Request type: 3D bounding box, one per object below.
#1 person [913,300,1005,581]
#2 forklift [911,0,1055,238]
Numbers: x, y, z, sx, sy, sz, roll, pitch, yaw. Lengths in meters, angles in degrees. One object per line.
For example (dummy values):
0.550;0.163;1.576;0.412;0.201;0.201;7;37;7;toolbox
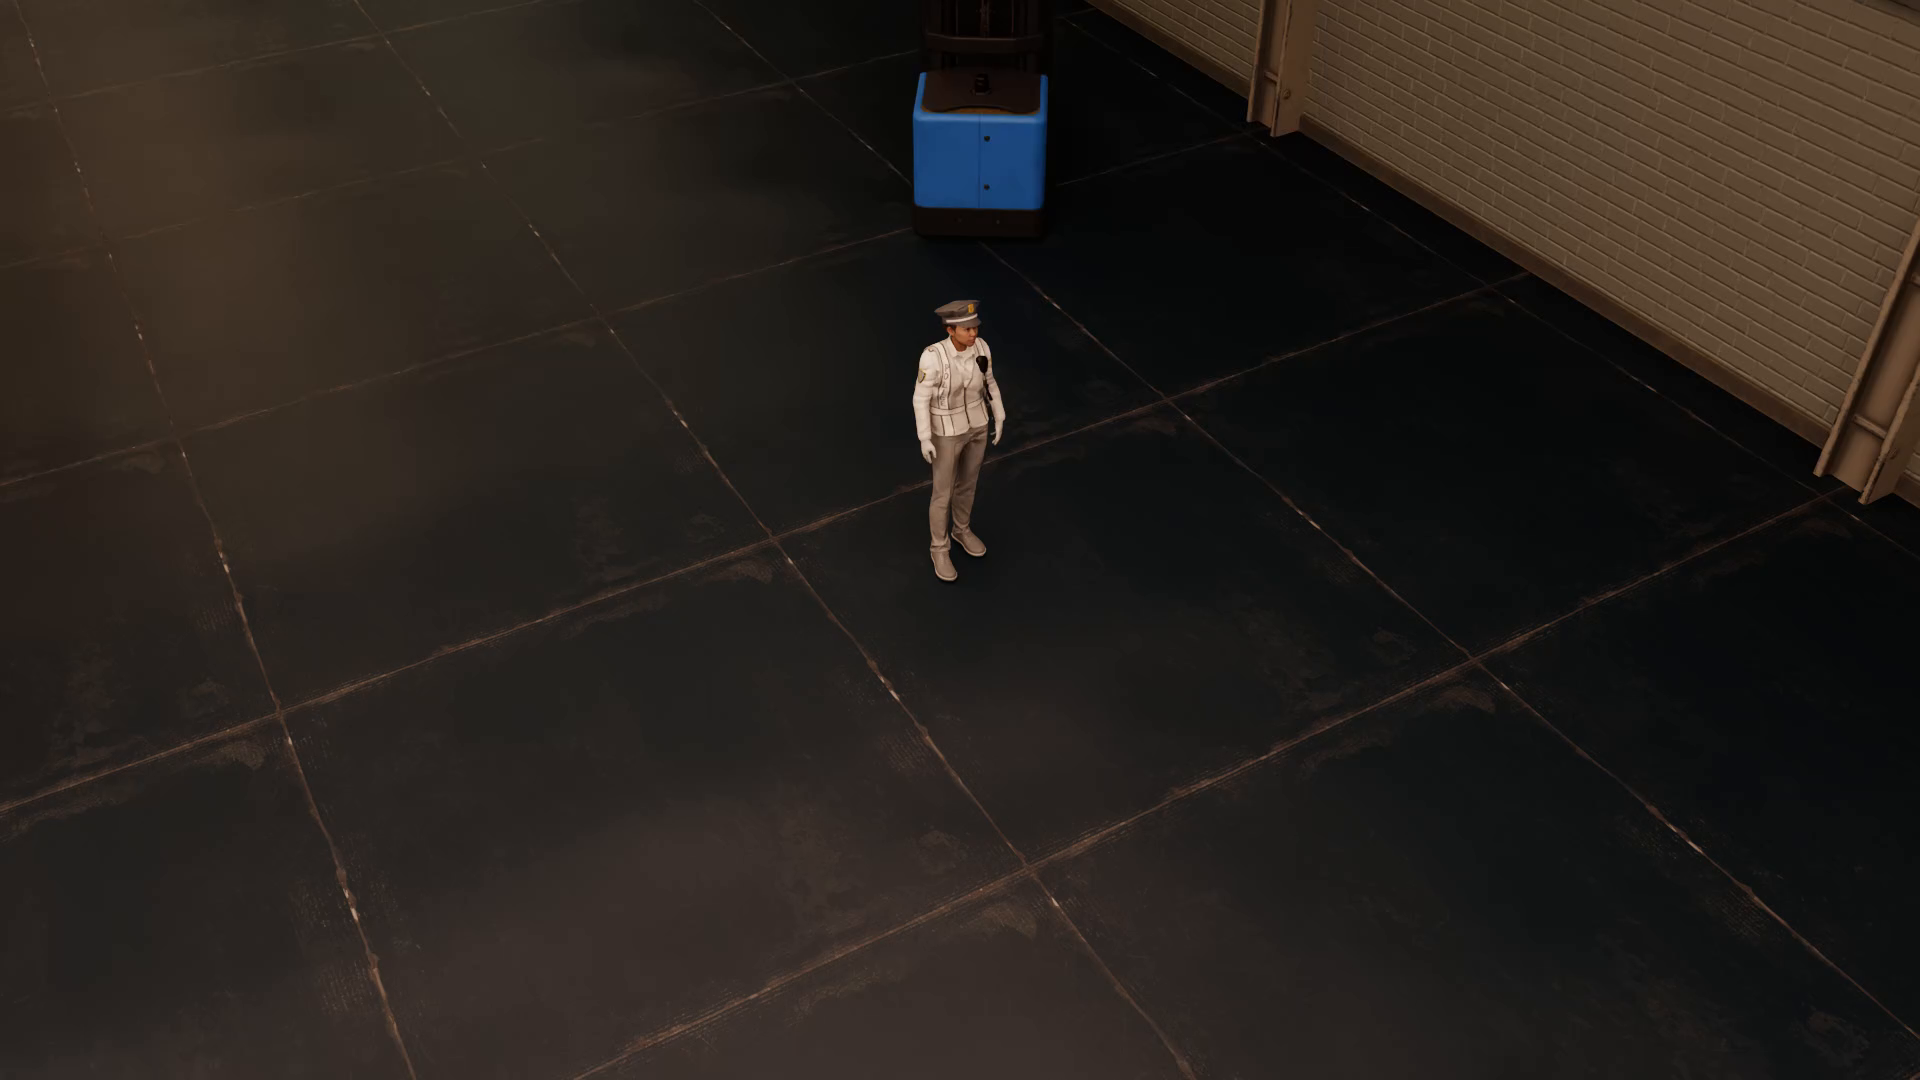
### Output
0.029;-0.618;9.738;0.587;1.695;0.531;-20;44;-23;person
0.224;-4.431;13.378;1.130;2.935;3.031;2;40;2;forklift
